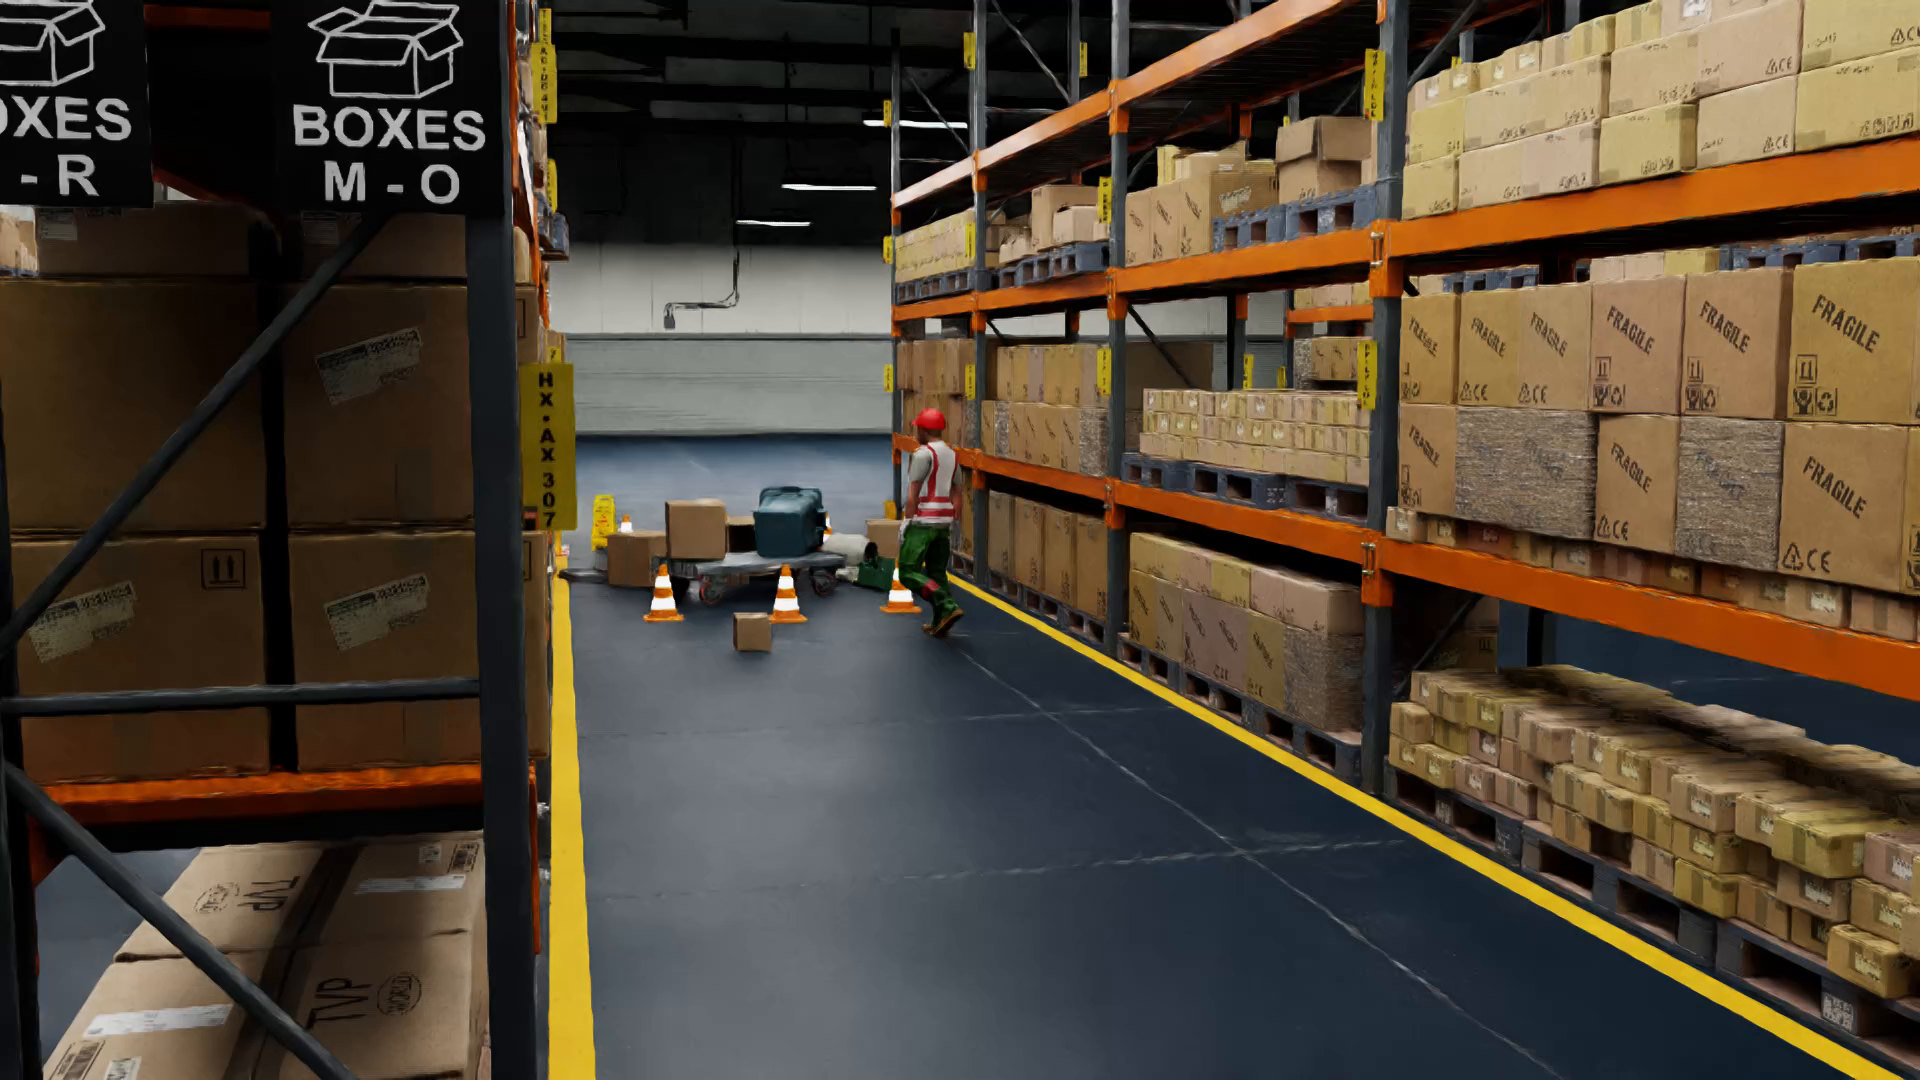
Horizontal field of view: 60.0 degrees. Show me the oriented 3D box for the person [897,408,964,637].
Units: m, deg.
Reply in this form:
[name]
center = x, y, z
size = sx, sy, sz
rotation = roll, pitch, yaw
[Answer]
[person]
center = -0.173, -0.115, 12.705
size = 0.633, 1.782, 0.654
rotation = 4, 7, 32
